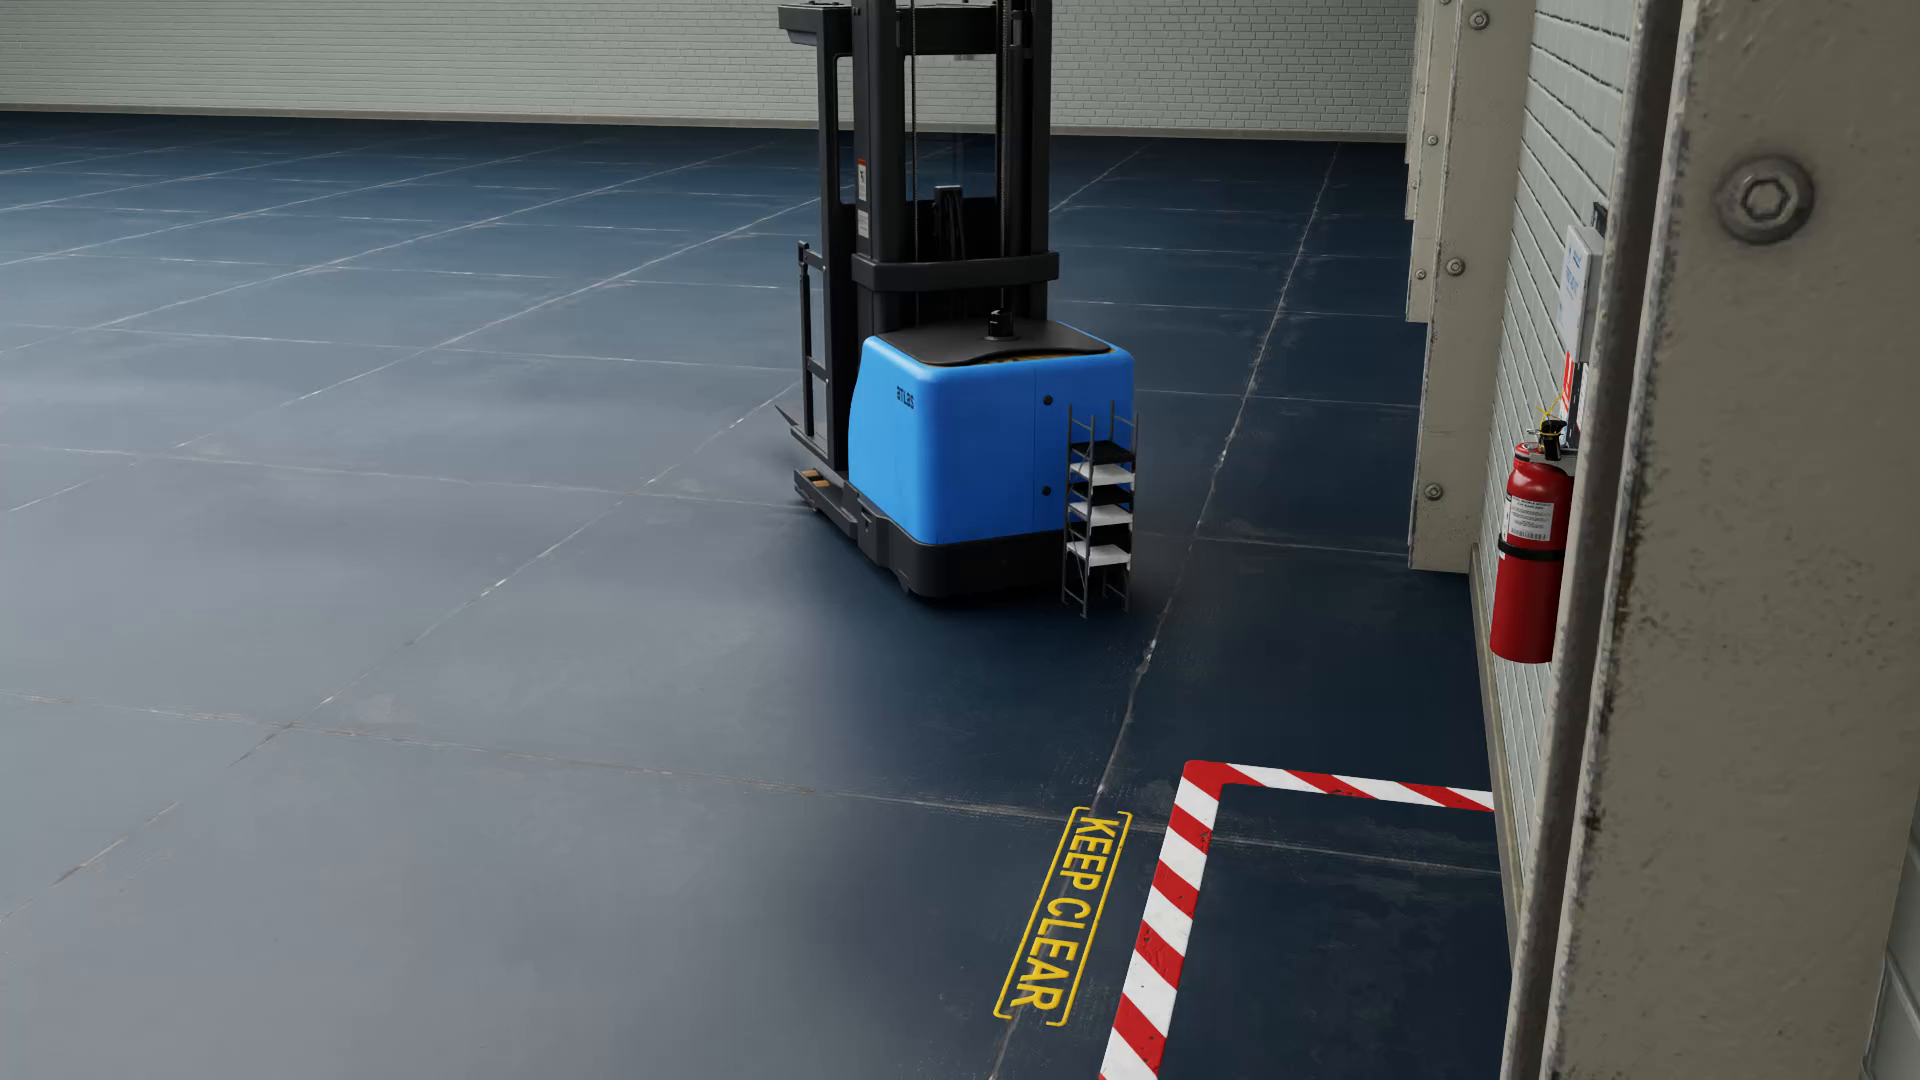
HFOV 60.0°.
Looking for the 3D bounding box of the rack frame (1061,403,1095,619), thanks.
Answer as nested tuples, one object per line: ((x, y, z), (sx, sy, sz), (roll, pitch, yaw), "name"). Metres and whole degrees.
((0.505, -0.123, 7.144), (0.006, 0.900, 0.240), (-7, 20, -21), "rack frame")

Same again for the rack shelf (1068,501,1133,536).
((0.599, -0.102, 7.191), (0.200, 0.077, 0.258), (-7, 20, -21), "rack shelf")

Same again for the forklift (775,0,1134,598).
((-0.229, -1.575, 8.264), (1.130, 2.935, 3.031), (-7, 20, -20), "forklift")

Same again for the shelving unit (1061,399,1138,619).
((0.599, -0.133, 7.181), (0.210, 0.900, 0.258), (-7, 20, -21), "shelving unit")

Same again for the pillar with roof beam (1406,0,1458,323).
((-0.408, -6.395, 12.990), (9.100, 9.000, 0.400), (5, 19, 13), "pillar with roof beam")

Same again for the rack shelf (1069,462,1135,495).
((0.602, -0.273, 7.134), (0.200, 0.077, 0.258), (-7, 20, -21), "rack shelf")

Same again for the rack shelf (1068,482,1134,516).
((0.600, -0.187, 7.163), (0.200, 0.077, 0.258), (-7, 20, -21), "rack shelf")

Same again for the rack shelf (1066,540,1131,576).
((0.596, 0.069, 7.249), (0.200, 0.077, 0.258), (-7, 20, -21), "rack shelf")

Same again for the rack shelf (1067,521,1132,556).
((0.598, -0.017, 7.220), (0.200, 0.077, 0.258), (-7, 20, -21), "rack shelf")

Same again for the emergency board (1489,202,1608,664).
((1.475, -0.227, 4.211), (0.194, 1.169, 0.643), (5, 19, 13), "emergency board")

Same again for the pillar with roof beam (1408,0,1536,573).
((-1.874, -4.515, 7.484), (9.100, 9.000, 0.400), (5, 19, 13), "pillar with roof beam")

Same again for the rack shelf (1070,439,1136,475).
((0.603, -0.358, 7.106), (0.200, 0.077, 0.258), (-7, 20, -21), "rack shelf")

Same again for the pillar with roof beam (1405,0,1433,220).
((1.058, -8.276, 18.496), (9.100, 9.000, 0.400), (5, 19, 13), "pillar with roof beam")

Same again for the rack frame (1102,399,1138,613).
((0.694, -0.144, 7.218), (0.006, 0.900, 0.240), (-7, 20, -21), "rack frame")

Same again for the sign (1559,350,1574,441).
((1.710, -0.409, 4.689), (0.001, 0.329, 0.234), (5, 19, 13), "sign")

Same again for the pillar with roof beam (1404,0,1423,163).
((2.524, -10.157, 24.001), (9.100, 9.000, 0.400), (5, 19, 13), "pillar with roof beam")
